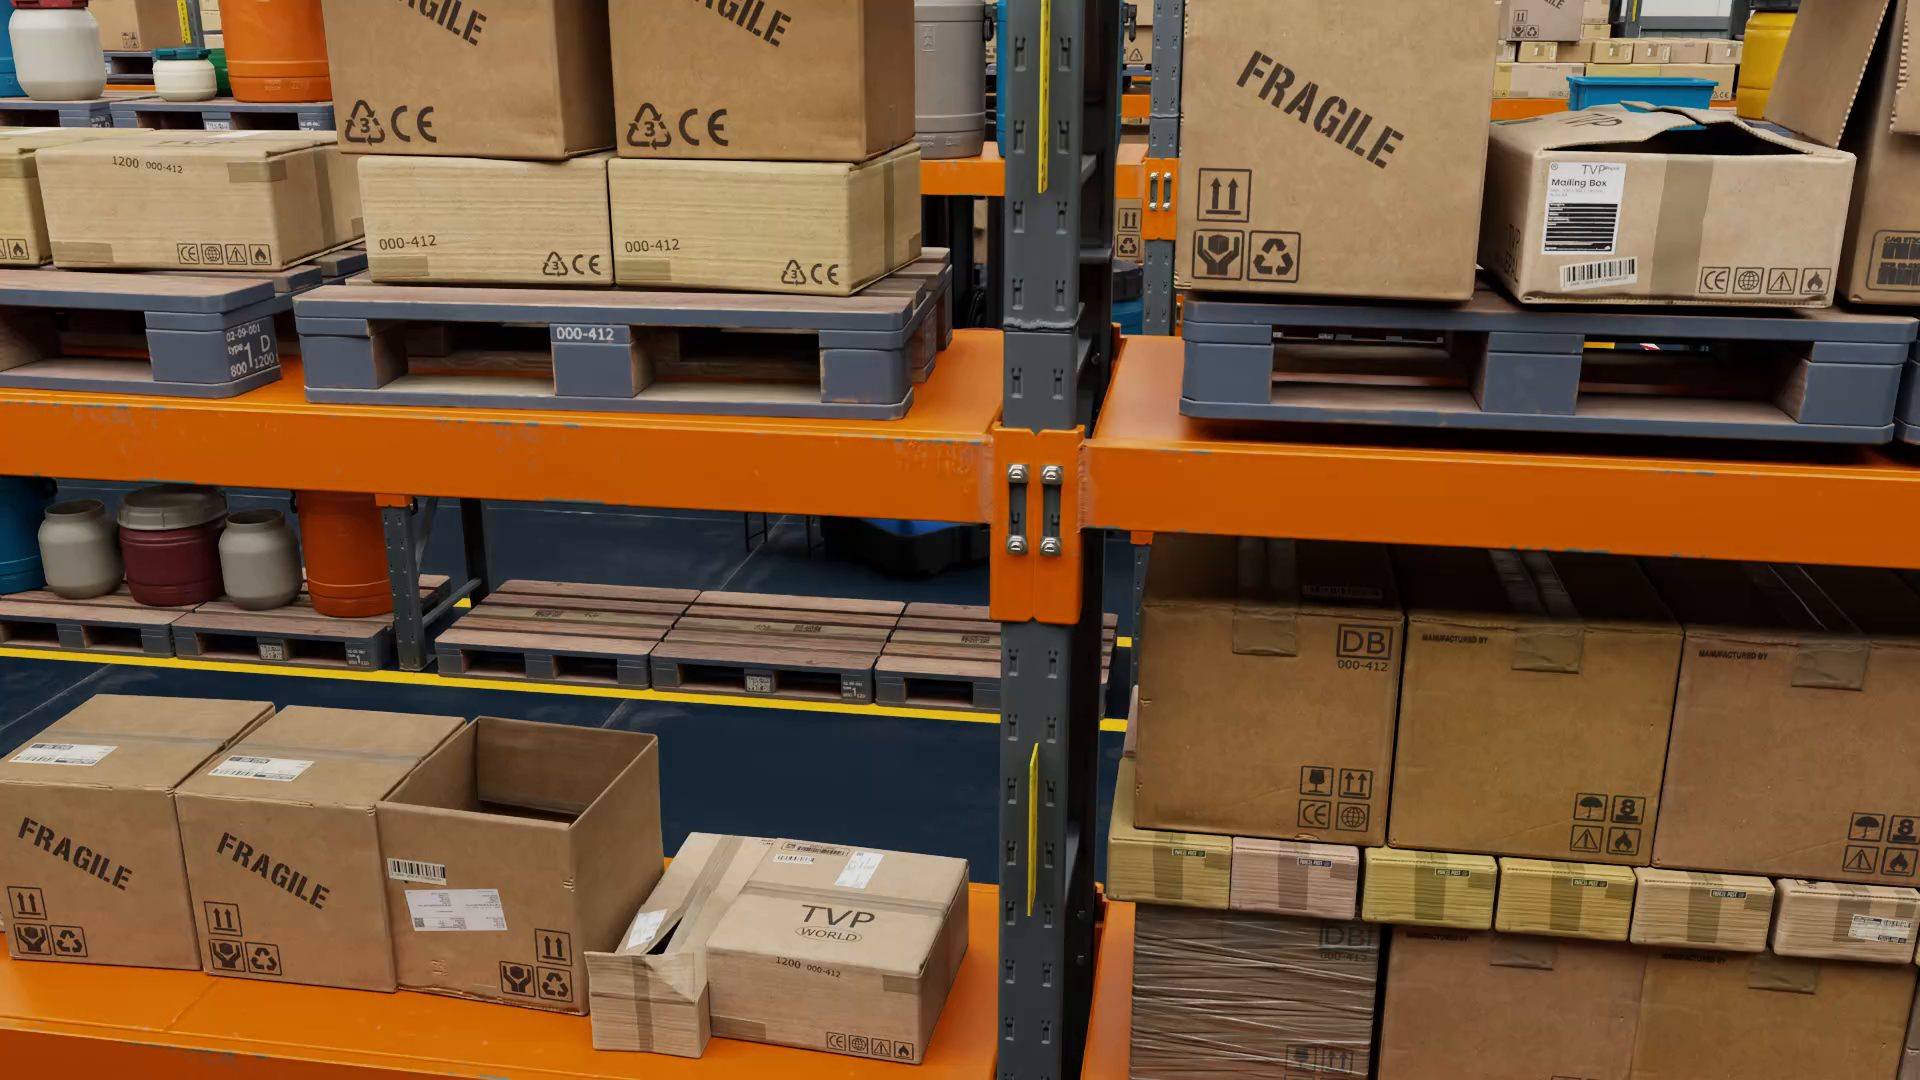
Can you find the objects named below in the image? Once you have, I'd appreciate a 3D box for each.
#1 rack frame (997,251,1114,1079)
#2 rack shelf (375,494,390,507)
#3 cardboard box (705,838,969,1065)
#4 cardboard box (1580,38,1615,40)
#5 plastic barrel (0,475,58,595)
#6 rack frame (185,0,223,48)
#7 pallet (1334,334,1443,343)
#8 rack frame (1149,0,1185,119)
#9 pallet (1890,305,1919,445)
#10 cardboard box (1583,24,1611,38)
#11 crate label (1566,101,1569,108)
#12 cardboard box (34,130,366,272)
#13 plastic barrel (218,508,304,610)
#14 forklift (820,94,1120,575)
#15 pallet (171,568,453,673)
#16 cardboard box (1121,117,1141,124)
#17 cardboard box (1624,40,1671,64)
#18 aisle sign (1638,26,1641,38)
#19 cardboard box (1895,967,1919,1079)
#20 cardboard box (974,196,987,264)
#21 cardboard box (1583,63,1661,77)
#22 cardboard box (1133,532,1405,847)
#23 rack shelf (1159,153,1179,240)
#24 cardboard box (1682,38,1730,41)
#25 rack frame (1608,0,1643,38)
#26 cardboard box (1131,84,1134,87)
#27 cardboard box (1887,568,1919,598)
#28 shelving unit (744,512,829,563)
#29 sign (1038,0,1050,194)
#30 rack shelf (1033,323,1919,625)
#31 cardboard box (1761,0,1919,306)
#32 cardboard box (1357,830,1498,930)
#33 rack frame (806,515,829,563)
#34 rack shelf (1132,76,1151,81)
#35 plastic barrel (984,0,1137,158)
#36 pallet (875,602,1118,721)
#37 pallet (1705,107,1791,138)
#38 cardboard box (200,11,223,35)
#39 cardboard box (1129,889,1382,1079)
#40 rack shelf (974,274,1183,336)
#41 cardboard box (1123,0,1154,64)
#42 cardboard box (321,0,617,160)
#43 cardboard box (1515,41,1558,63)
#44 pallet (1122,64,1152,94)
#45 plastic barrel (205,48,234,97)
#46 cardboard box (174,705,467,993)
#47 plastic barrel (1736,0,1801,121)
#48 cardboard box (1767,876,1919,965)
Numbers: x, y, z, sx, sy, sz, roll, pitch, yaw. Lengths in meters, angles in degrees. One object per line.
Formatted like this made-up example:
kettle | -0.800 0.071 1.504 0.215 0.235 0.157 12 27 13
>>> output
rack frame | 0.217 0.900 3.887 0.127 3.000 1.000 3 19 9
rack shelf | -4.917 -0.613 9.541 4.000 0.370 1.077 3 19 9
cardboard box | -0.276 0.960 3.944 0.500 0.250 0.500 4 19 12
cardboard box | 4.739 -3.683 12.463 0.250 0.149 0.380 4 19 11
plastic barrel | -5.658 -0.190 9.790 0.708 0.901 0.600 3 19 9
rack frame | -6.106 -5.451 13.413 0.127 3.000 1.000 3 19 9
pallet | 4.625 -2.307 17.864 1.213 0.211 1.003 3 19 9
rack frame | 1.007 -3.497 7.572 0.127 3.000 1.000 3 19 9
pallet | 2.265 -0.384 3.135 1.213 0.211 1.003 3 19 9
cardboard box | 6.246 -5.012 16.403 0.250 0.149 0.380 3 19 9
crate label | 3.160 -2.000 8.061 0.408 0.251 0.502 3 19 9
cardboard box | -1.661 -0.766 3.713 0.500 0.250 0.500 1 19 4
plastic barrel | -4.000 0.108 9.513 0.421 0.512 0.421 0 18 0
forklift | 0.538 -1.527 11.246 3.031 2.935 1.130 -14 23 -35
pallet | -3.728 0.442 9.648 1.213 0.211 1.003 3 19 9
cardboard box | 1.680 -4.322 17.761 0.500 0.500 0.700 3 19 8
cardboard box | 4.892 -3.488 11.882 0.250 0.149 0.380 2 19 6
aisle sign | 6.651 -4.686 16.485 0.004 0.787 0.394 3 19 9
cardboard box | 2.179 0.949 3.582 0.500 0.500 0.700 3 19 10
cardboard box | 0.066 -2.510 13.253 0.637 0.503 0.797 5 19 14
cardboard box | 4.732 -3.323 12.015 0.500 0.250 0.500 3 19 9
cardboard box | 0.657 0.257 3.604 0.500 0.500 0.700 3 19 9
rack shelf | 2.981 -1.633 7.862 4.000 0.370 1.077 3 19 9
cardboard box | 5.507 -3.629 12.303 0.250 0.149 0.380 3 19 8
rack frame | 6.628 -6.396 16.237 0.127 3.000 1.000 3 19 9
cardboard box | 2.190 -5.987 22.158 0.250 0.149 0.380 2 19 7
cardboard box | 2.143 0.333 3.378 0.500 0.500 0.700 3 19 9
shelving unit | -1.150 -0.490 10.878 0.503 1.200 0.258 10 21 26
sign | 0.141 -0.747 2.770 0.005 0.325 0.100 3 19 9
rack shelf | 2.192 -0.081 3.224 4.000 0.370 1.077 3 19 9
cardboard box | 1.823 -0.715 2.940 0.637 0.503 0.797 5 19 15
cardboard box | 0.955 0.644 3.472 0.250 0.149 0.380 2 19 7
rack frame | -0.934 -0.454 10.769 0.015 1.200 0.240 10 21 26
rack shelf | 0.704 -4.934 17.730 4.000 0.370 1.077 3 19 9
plastic barrel | 0.470 -2.270 7.842 0.708 0.901 0.600 3 19 9
pallet | 0.225 0.643 9.049 1.213 0.211 1.003 3 19 9
pallet | 4.155 -1.856 7.693 1.213 0.211 1.003 3 19 9
cardboard box | -8.261 -5.815 18.677 0.500 0.250 0.500 3 19 8
cardboard box | 0.657 0.873 3.810 0.500 0.500 0.700 2 19 7
rack shelf | -0.182 -1.963 13.577 4.000 0.370 1.077 3 19 9
cardboard box | 1.344 -3.929 12.766 0.637 0.503 0.797 2 19 6
cardboard box | -0.951 -1.071 3.443 0.500 0.500 0.500 5 19 14
cardboard box | 4.135 -3.527 11.997 0.250 0.149 0.380 2 19 6
pallet | 1.200 -3.602 12.908 1.003 0.211 1.213 3 19 9
plastic barrel | -3.952 -2.527 8.983 0.294 0.245 0.294 0 18 0
cardboard box | -1.553 0.757 4.157 0.500 0.500 0.500 3 19 9
plastic barrel | 3.810 -2.179 7.403 0.600 0.588 0.600 0 18 0
cardboard box | 1.725 0.682 3.356 0.250 0.149 0.380 2 19 7
